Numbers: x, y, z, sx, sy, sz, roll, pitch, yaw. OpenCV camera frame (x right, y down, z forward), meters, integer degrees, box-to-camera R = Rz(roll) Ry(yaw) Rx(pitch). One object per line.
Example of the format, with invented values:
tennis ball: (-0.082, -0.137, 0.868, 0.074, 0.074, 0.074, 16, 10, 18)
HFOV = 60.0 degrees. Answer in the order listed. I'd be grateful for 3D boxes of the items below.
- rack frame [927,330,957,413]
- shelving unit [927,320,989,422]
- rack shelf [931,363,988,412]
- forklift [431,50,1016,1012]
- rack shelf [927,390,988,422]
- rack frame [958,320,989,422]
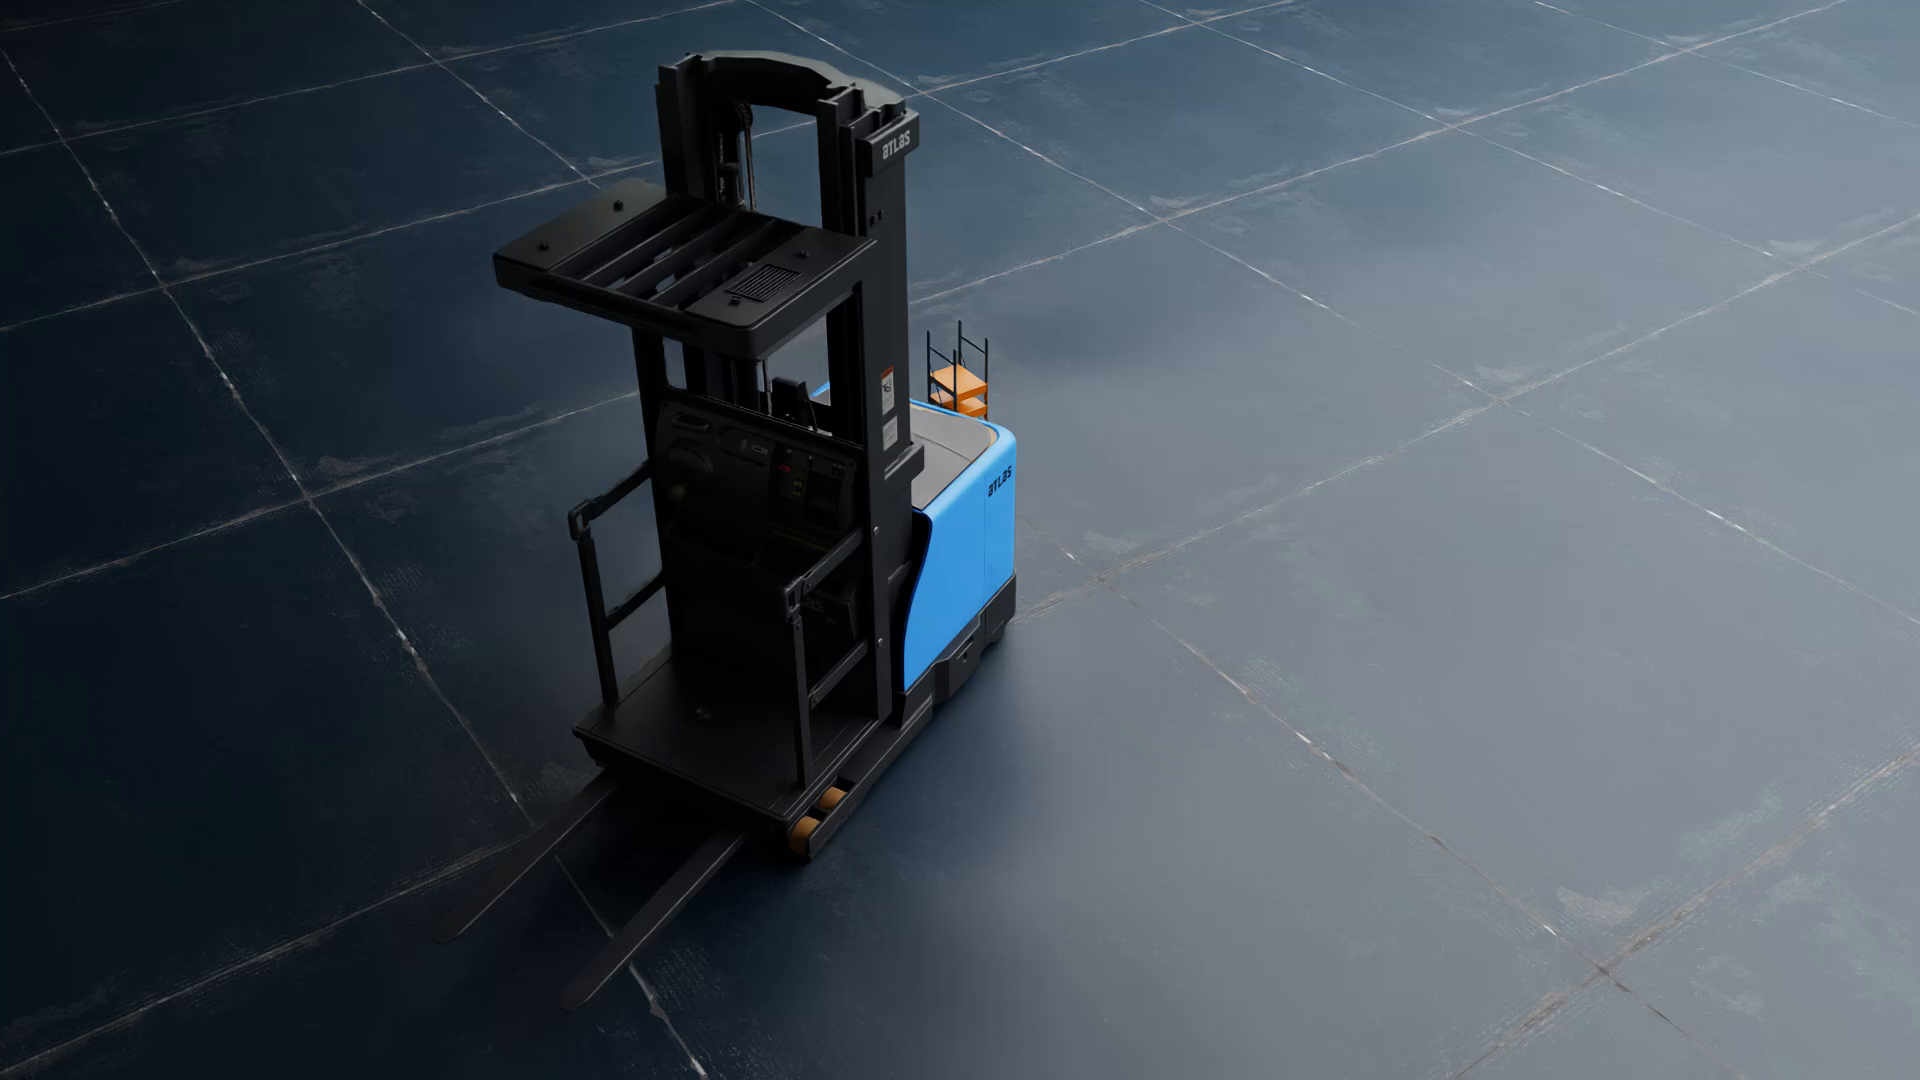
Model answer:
rack frame: (-0.087, -0.451, 8.163, 0.006, 1.200, 0.240, -22, 41, -28)
shelving unit: (-0.012, -0.482, 8.206, 0.189, 1.200, 0.258, -22, 41, -28)
rack shelf: (-0.012, -0.738, 8.022, 0.180, 0.103, 0.258, -22, 41, -28)
forklift: (-0.908, -0.206, 6.339, 1.130, 2.935, 3.031, 19, 40, 24)
rack shelf: (-0.012, -0.641, 8.092, 0.180, 0.103, 0.258, -22, 41, -28)
rack frame: (0.063, -0.513, 8.249, 0.006, 1.200, 0.240, -22, 41, -28)
